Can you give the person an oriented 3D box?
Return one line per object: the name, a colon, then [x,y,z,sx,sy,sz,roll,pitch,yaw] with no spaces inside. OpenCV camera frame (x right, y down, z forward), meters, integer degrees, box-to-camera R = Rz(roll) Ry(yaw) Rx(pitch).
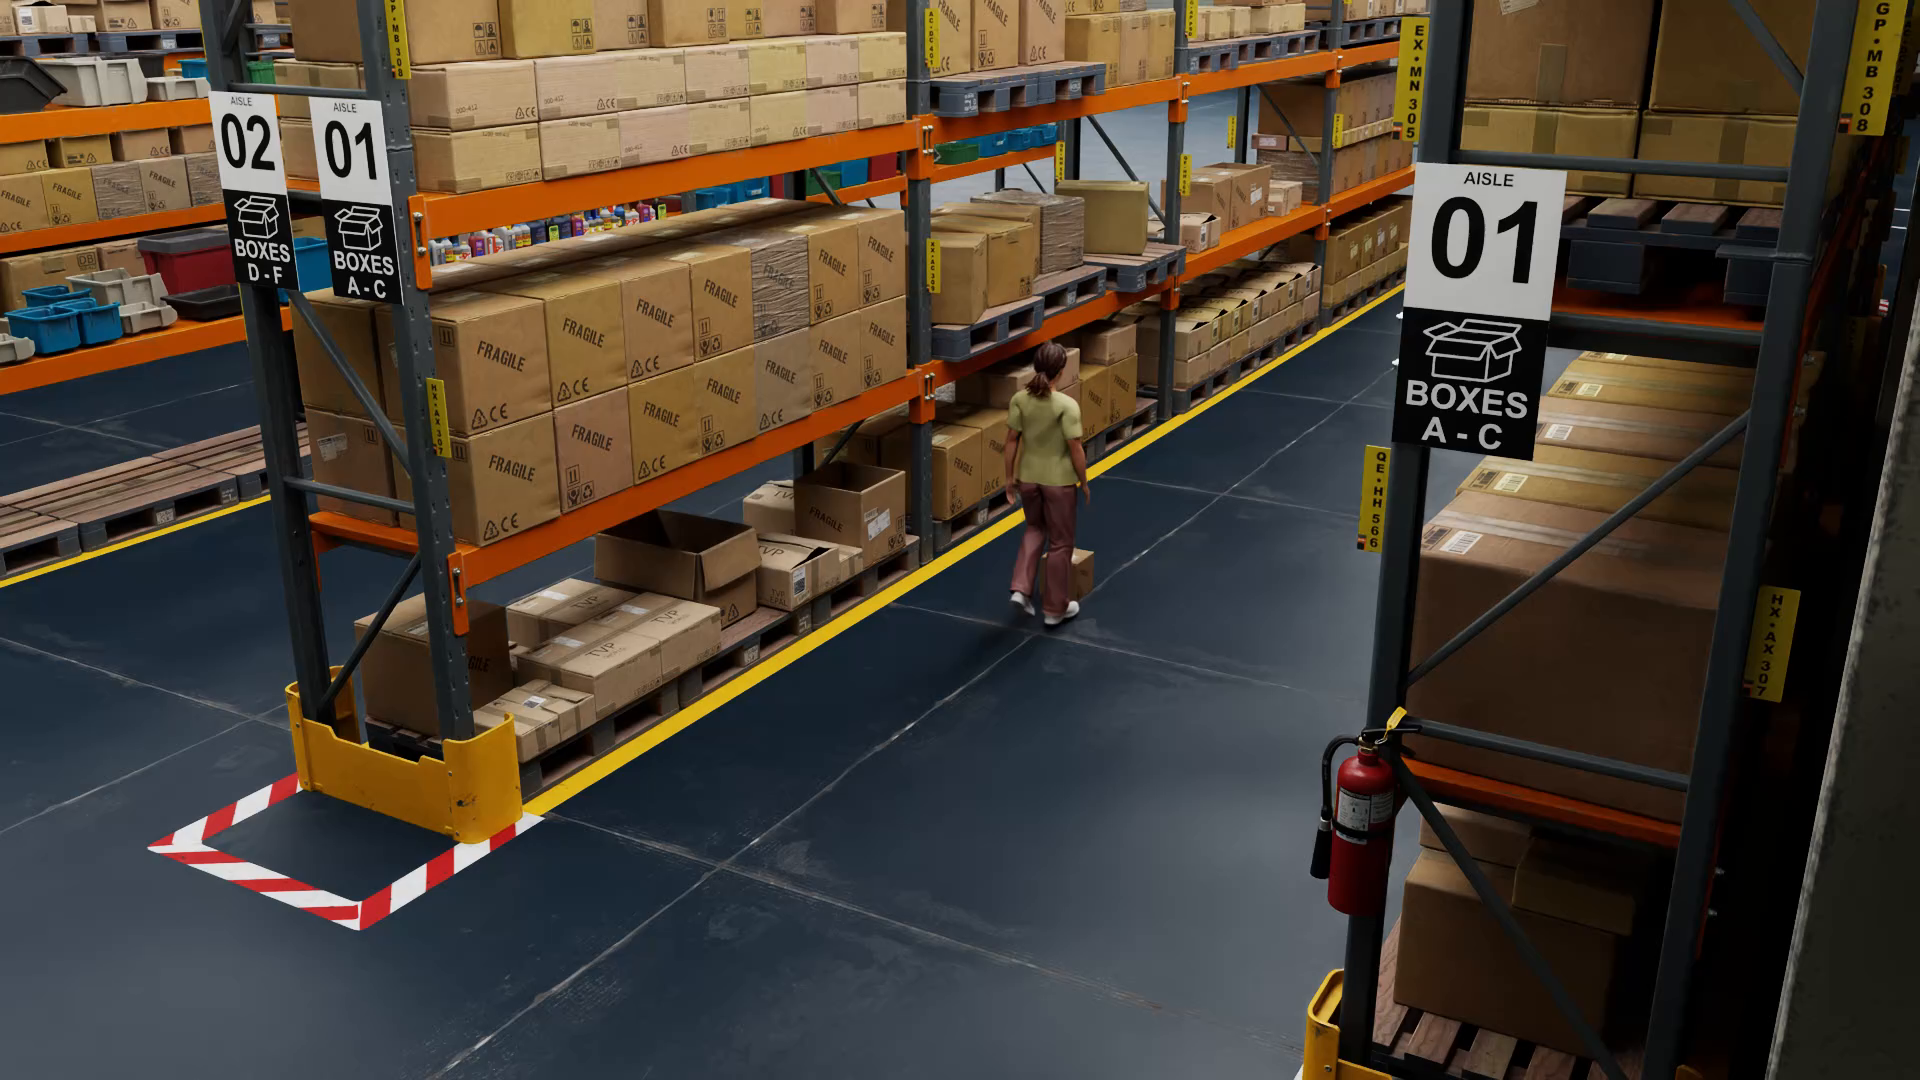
person: [0.515,-0.314,9.533,0.469,1.683,0.443,12,23,29]
